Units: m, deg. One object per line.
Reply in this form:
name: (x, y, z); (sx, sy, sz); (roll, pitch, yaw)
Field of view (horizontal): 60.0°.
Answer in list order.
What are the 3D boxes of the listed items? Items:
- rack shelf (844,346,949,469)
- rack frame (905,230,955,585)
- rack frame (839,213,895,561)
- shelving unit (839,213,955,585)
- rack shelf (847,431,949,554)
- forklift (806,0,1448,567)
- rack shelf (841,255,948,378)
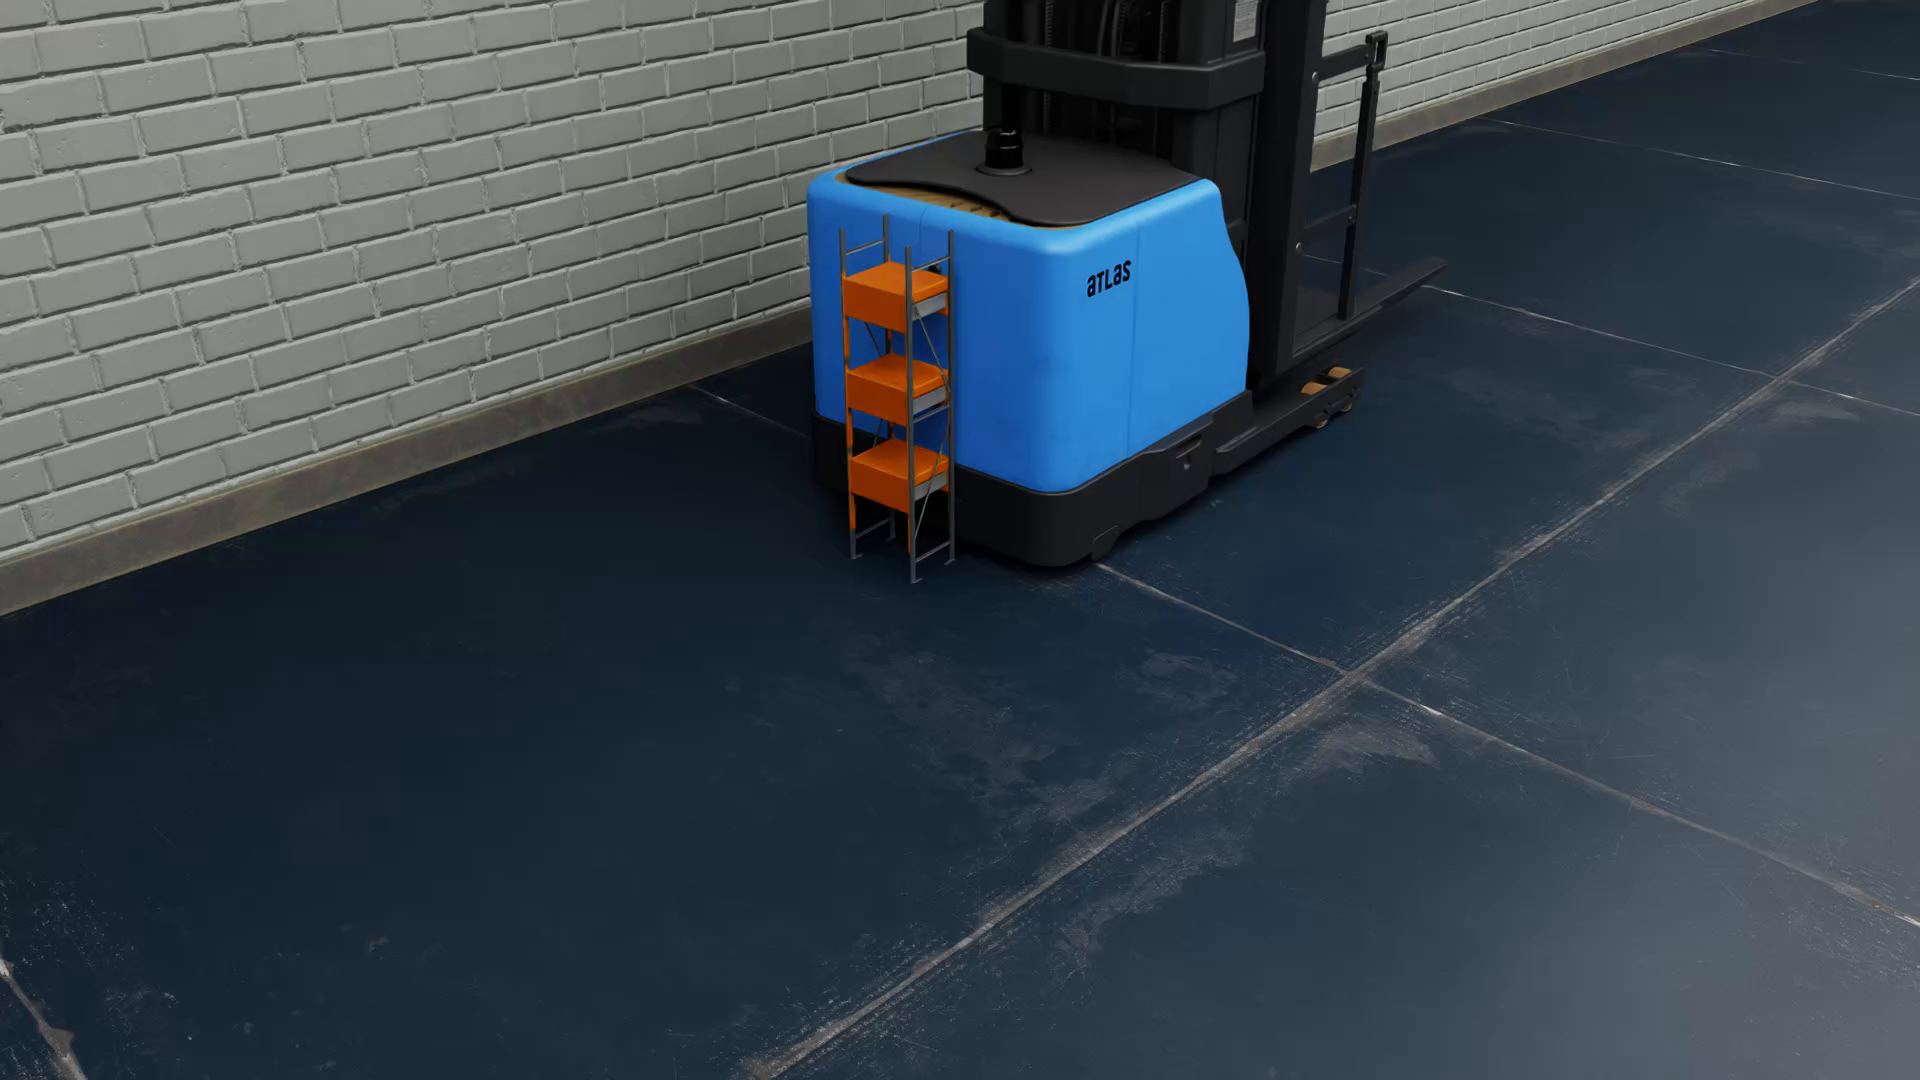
rack shelf: (-0.177, -0.392, 4.890); (0.240, 0.259, 0.215); (21, 34, 34)
rack frame: (-0.083, -0.366, 4.817); (0.008, 1.050, 0.200); (21, 34, 34)
rack frame: (-0.272, -0.438, 4.954); (0.008, 1.050, 0.200); (21, 34, 34)
shelving unit: (-0.177, -0.402, 4.885); (0.252, 1.050, 0.215); (21, 34, 34)
rack shelf: (-0.177, -0.146, 5.020); (0.240, 0.259, 0.215); (21, 34, 34)
forklift: (0.840, -1.832, 5.585); (1.130, 2.935, 3.031); (21, 34, 34)
rack shelf: (-0.177, -0.643, 4.758); (0.240, 0.259, 0.215); (21, 34, 34)
